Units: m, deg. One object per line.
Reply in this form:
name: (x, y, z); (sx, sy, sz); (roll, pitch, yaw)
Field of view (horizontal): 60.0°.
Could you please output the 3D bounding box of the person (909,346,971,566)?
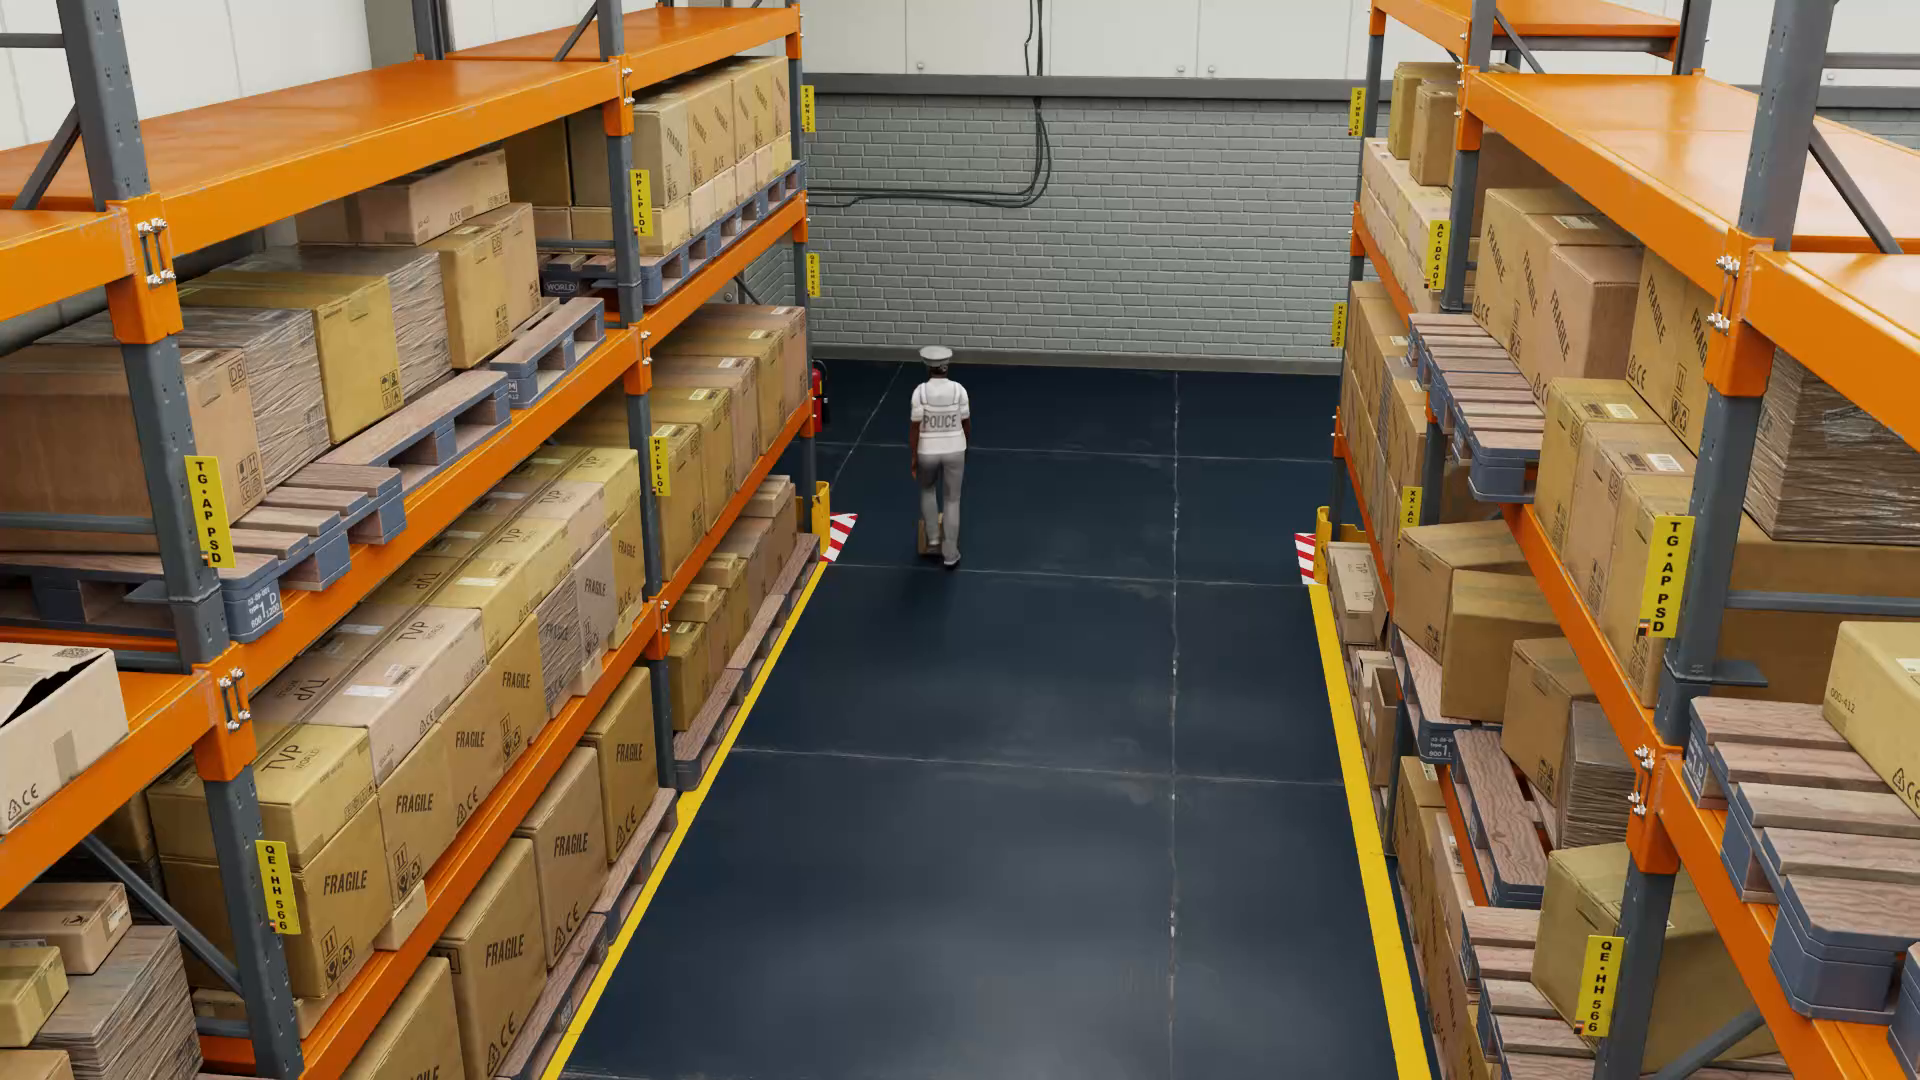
person: (-0.153, -0.616, 12.699); (0.467, 1.716, 0.574); (0, 21, 0)
